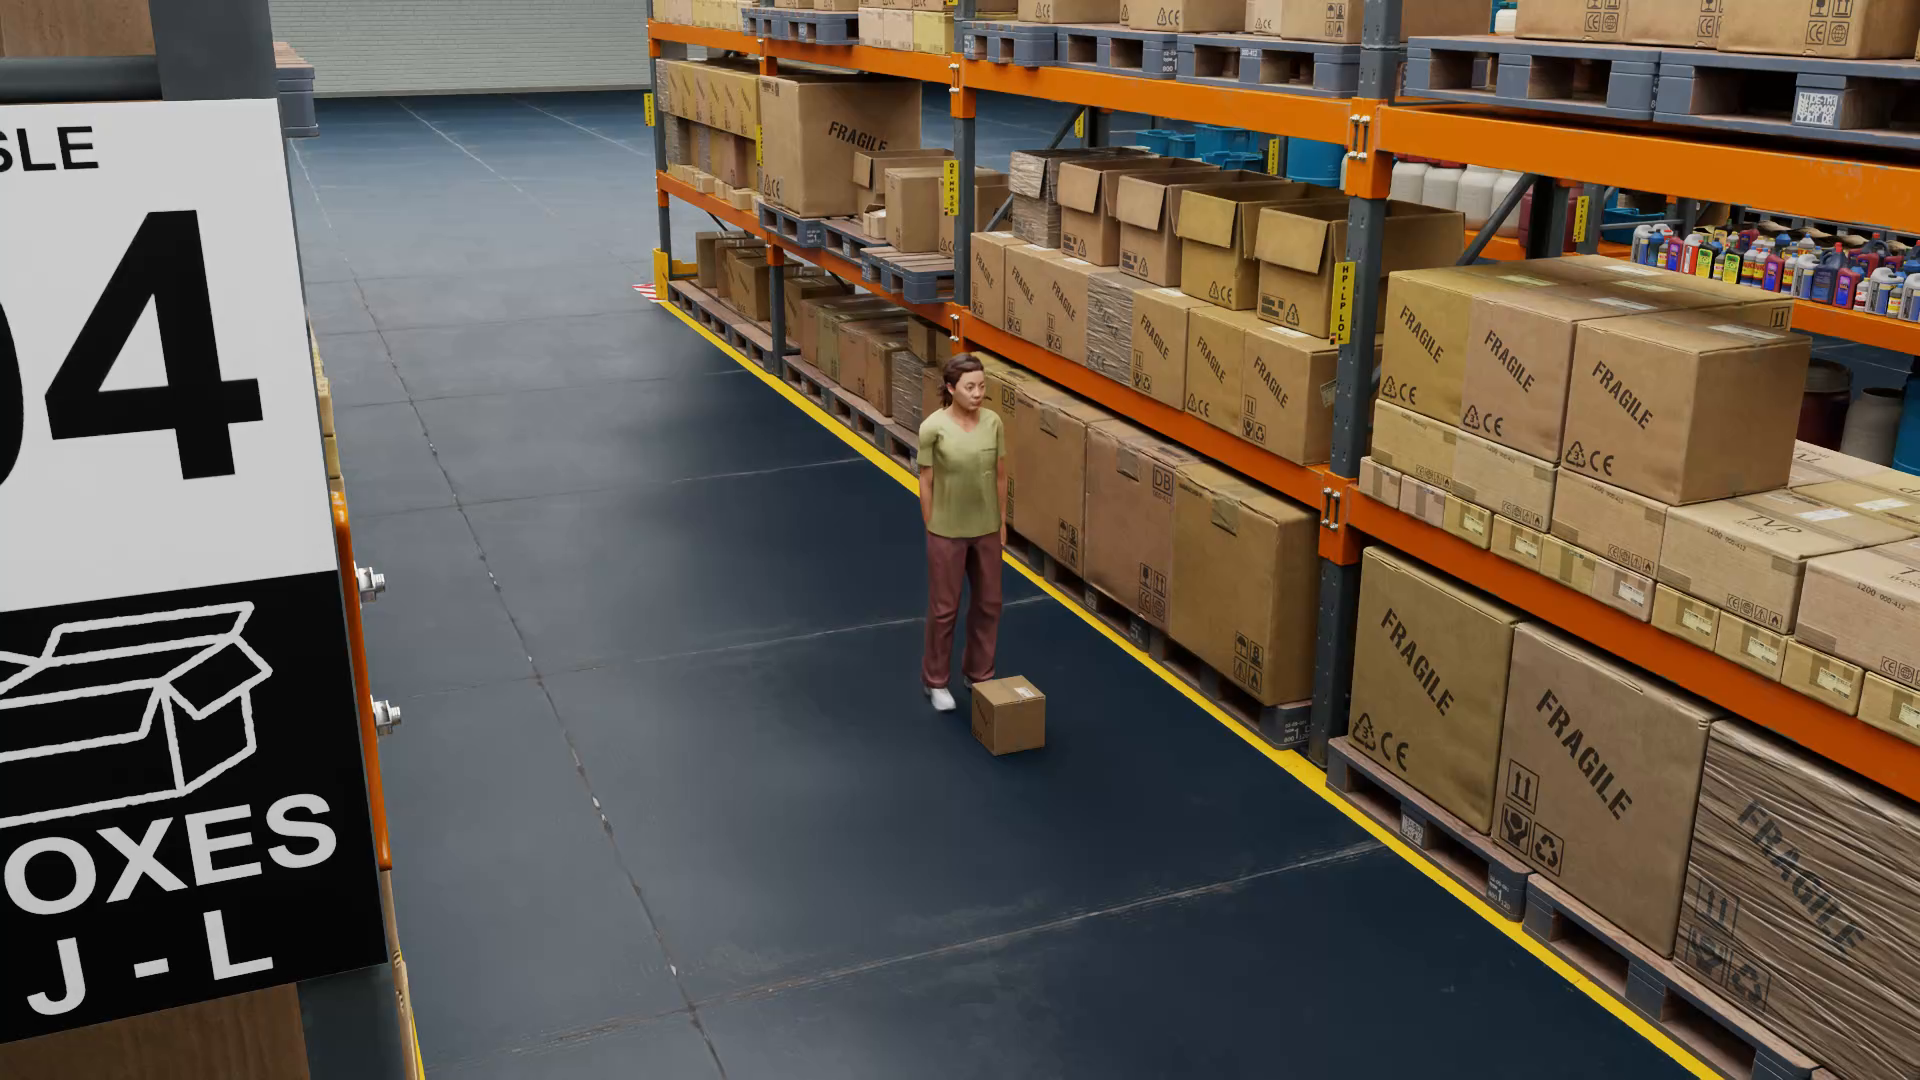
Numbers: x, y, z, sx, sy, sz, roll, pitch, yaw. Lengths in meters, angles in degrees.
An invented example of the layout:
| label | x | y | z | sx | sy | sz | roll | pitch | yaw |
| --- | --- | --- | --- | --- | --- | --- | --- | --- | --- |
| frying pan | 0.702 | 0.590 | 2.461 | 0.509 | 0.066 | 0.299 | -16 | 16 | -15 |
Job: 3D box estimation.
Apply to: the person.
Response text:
| label | x | y | z | sx | sy | sz | roll | pitch | yaw |
| --- | --- | --- | --- | --- | --- | --- | --- | --- | --- |
| person | 0.022 | -0.046 | 7.714 | 0.441 | 1.673 | 0.358 | -7 | 20 | -21 |
